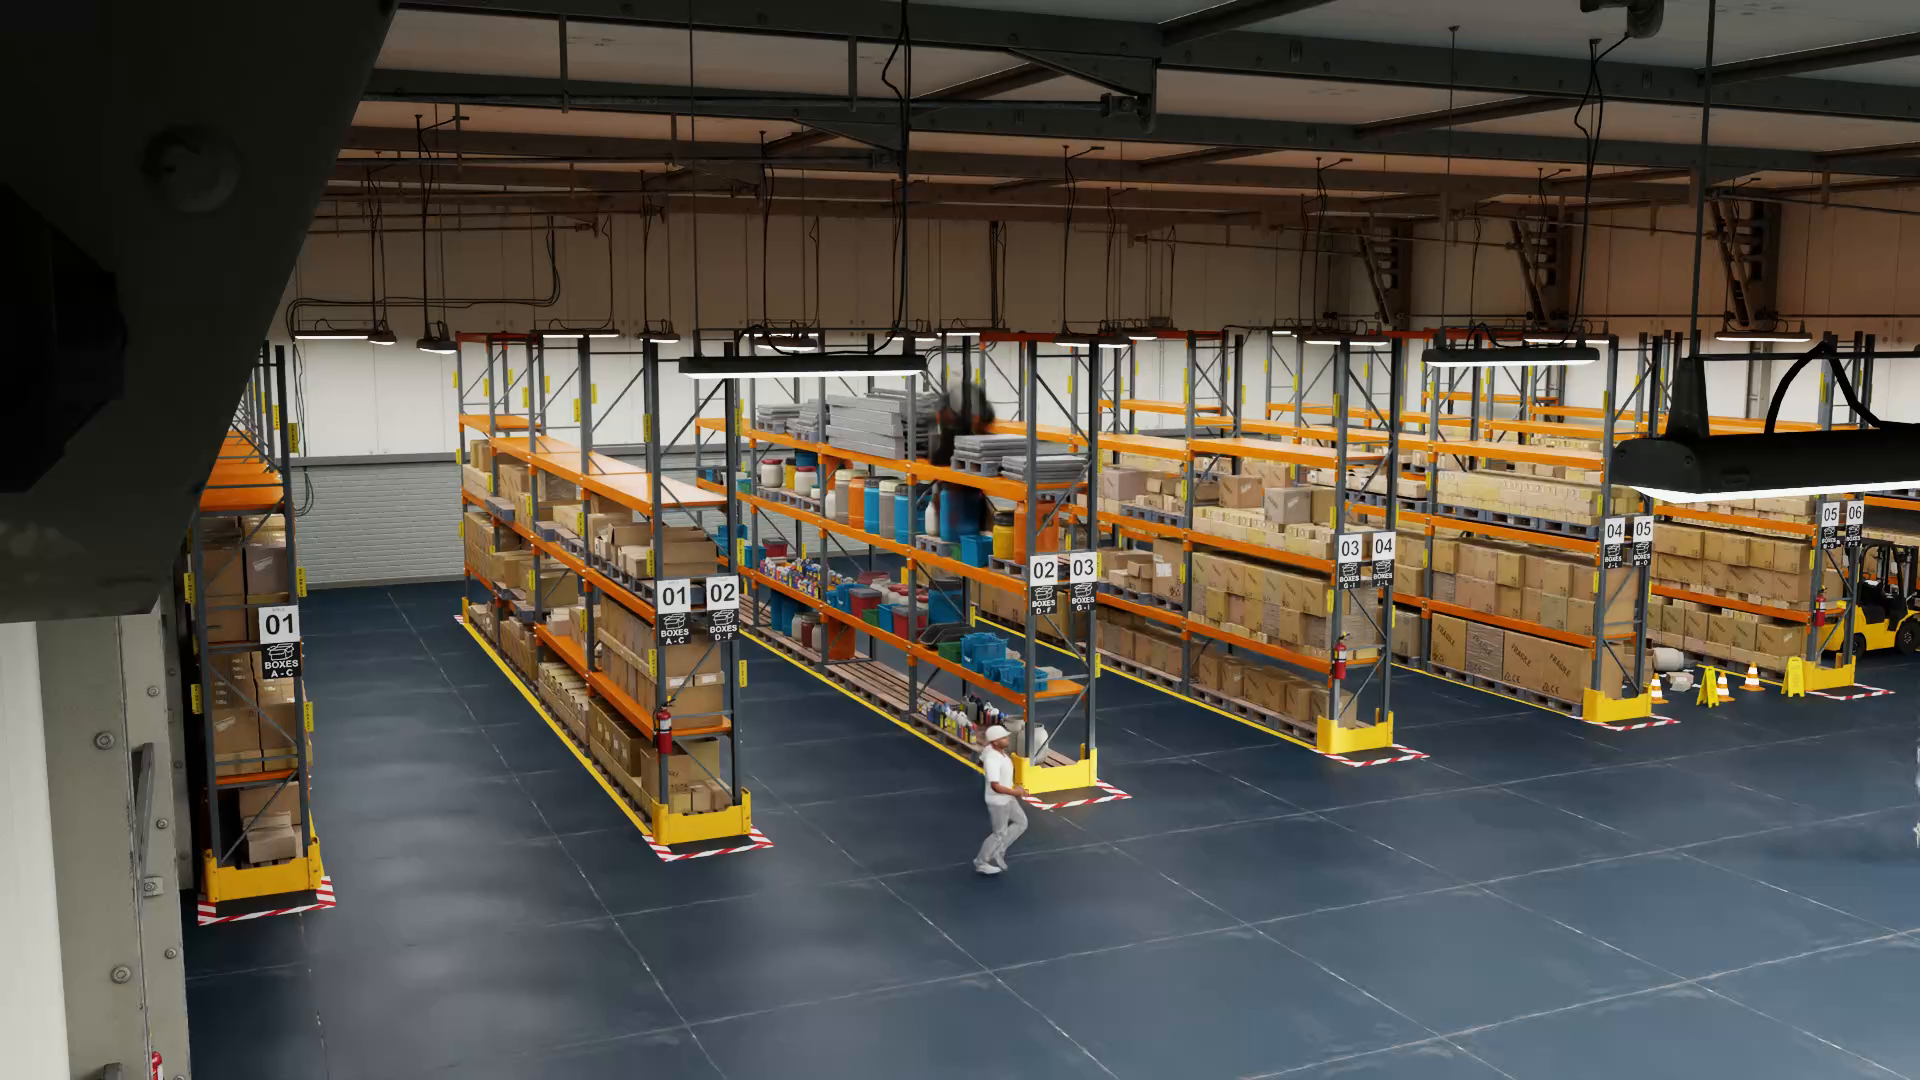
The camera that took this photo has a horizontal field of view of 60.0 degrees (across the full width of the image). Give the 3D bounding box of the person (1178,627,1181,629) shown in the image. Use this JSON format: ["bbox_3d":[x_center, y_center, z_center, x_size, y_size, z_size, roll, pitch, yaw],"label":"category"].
[{"bbox_3d":[4.424,0.969,33.725,0.579,1.654,0.678,-5,9,-32],"label":"person"}]

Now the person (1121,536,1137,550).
[{"bbox_3d":[4.253,-0.178,42.011,0.577,1.757,0.737,6,10,36],"label":"person"}]

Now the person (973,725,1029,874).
[{"bbox_3d":[0.470,2.936,18.884,0.633,1.725,0.712,1,8,6],"label":"person"}]

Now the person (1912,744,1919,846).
[{"bbox_3d":[11.398,2.880,19.396,0.583,1.729,0.665,0,8,2],"label":"person"}]
